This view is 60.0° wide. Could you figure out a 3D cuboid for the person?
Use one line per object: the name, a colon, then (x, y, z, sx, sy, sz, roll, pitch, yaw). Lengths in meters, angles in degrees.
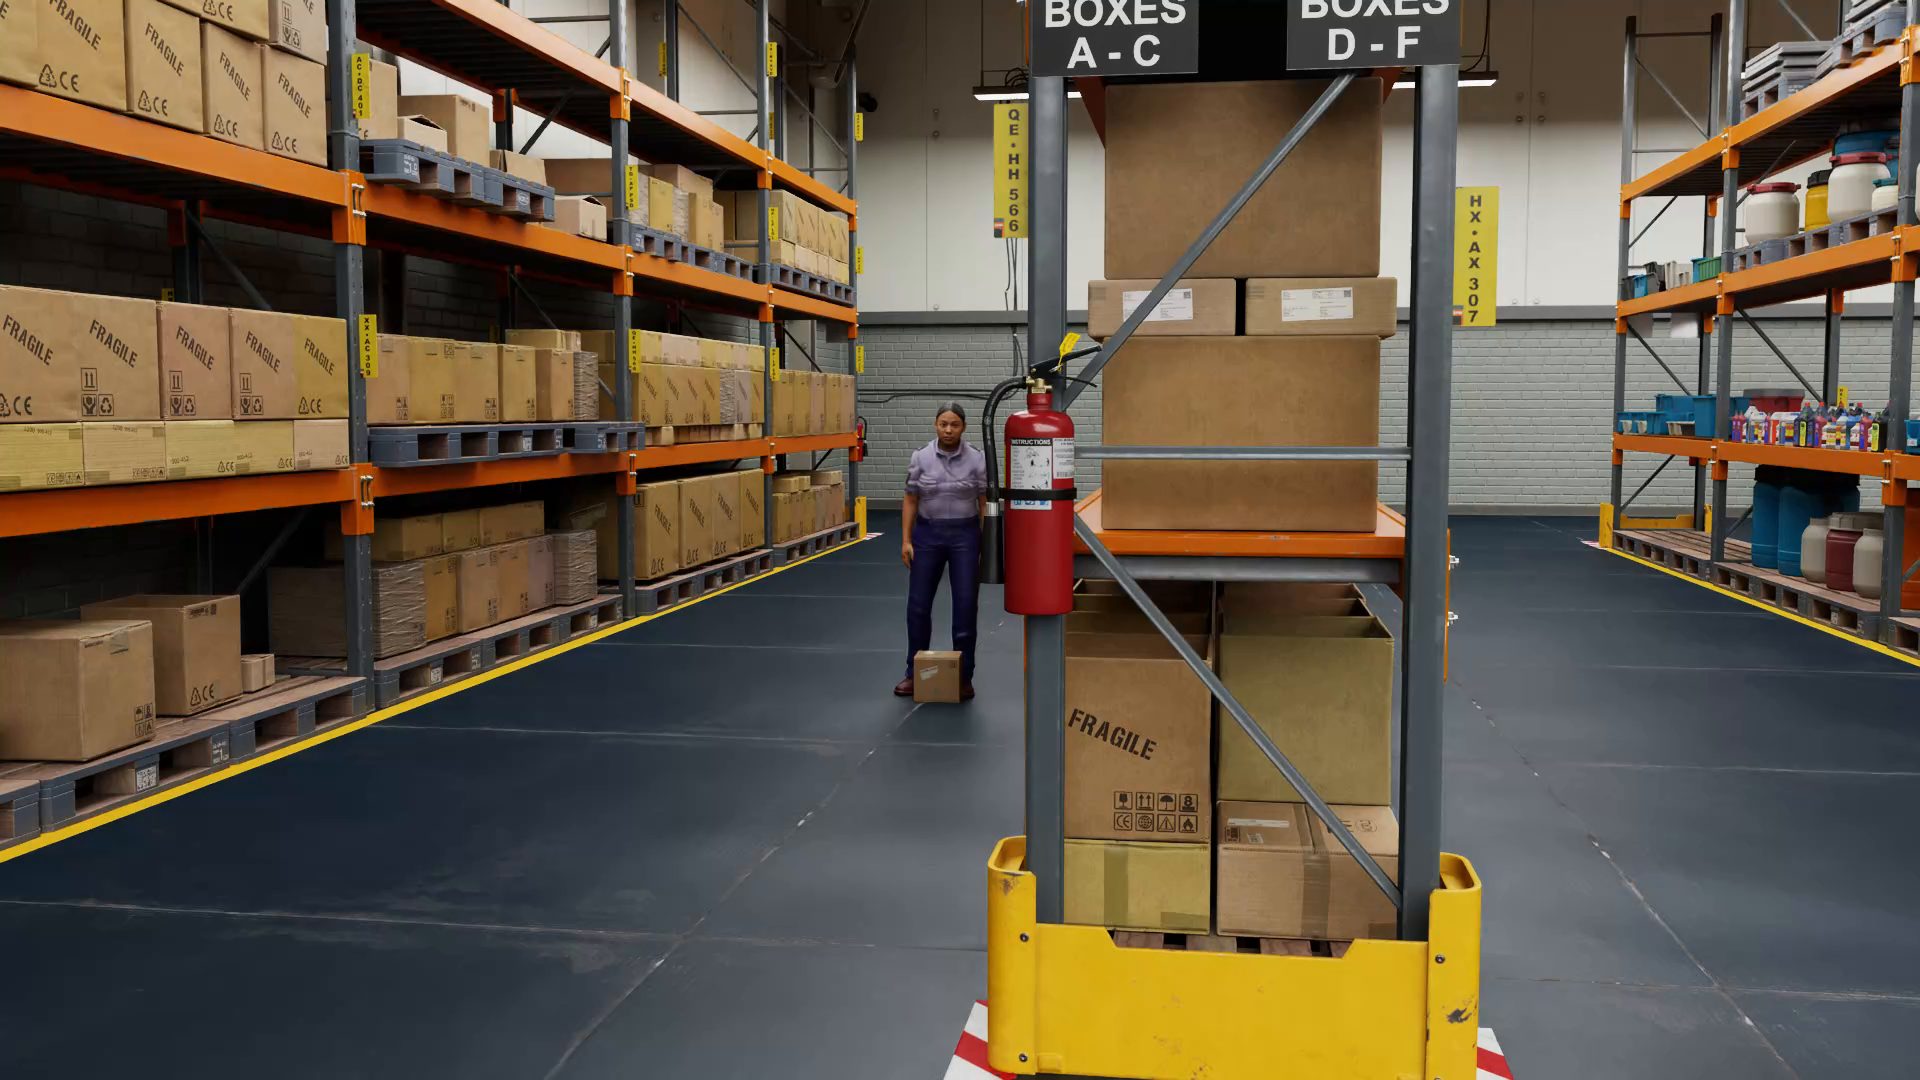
person: (-0.087, 0.047, 9.394, 0.562, 1.647, 0.427, 0, 5, 5)
